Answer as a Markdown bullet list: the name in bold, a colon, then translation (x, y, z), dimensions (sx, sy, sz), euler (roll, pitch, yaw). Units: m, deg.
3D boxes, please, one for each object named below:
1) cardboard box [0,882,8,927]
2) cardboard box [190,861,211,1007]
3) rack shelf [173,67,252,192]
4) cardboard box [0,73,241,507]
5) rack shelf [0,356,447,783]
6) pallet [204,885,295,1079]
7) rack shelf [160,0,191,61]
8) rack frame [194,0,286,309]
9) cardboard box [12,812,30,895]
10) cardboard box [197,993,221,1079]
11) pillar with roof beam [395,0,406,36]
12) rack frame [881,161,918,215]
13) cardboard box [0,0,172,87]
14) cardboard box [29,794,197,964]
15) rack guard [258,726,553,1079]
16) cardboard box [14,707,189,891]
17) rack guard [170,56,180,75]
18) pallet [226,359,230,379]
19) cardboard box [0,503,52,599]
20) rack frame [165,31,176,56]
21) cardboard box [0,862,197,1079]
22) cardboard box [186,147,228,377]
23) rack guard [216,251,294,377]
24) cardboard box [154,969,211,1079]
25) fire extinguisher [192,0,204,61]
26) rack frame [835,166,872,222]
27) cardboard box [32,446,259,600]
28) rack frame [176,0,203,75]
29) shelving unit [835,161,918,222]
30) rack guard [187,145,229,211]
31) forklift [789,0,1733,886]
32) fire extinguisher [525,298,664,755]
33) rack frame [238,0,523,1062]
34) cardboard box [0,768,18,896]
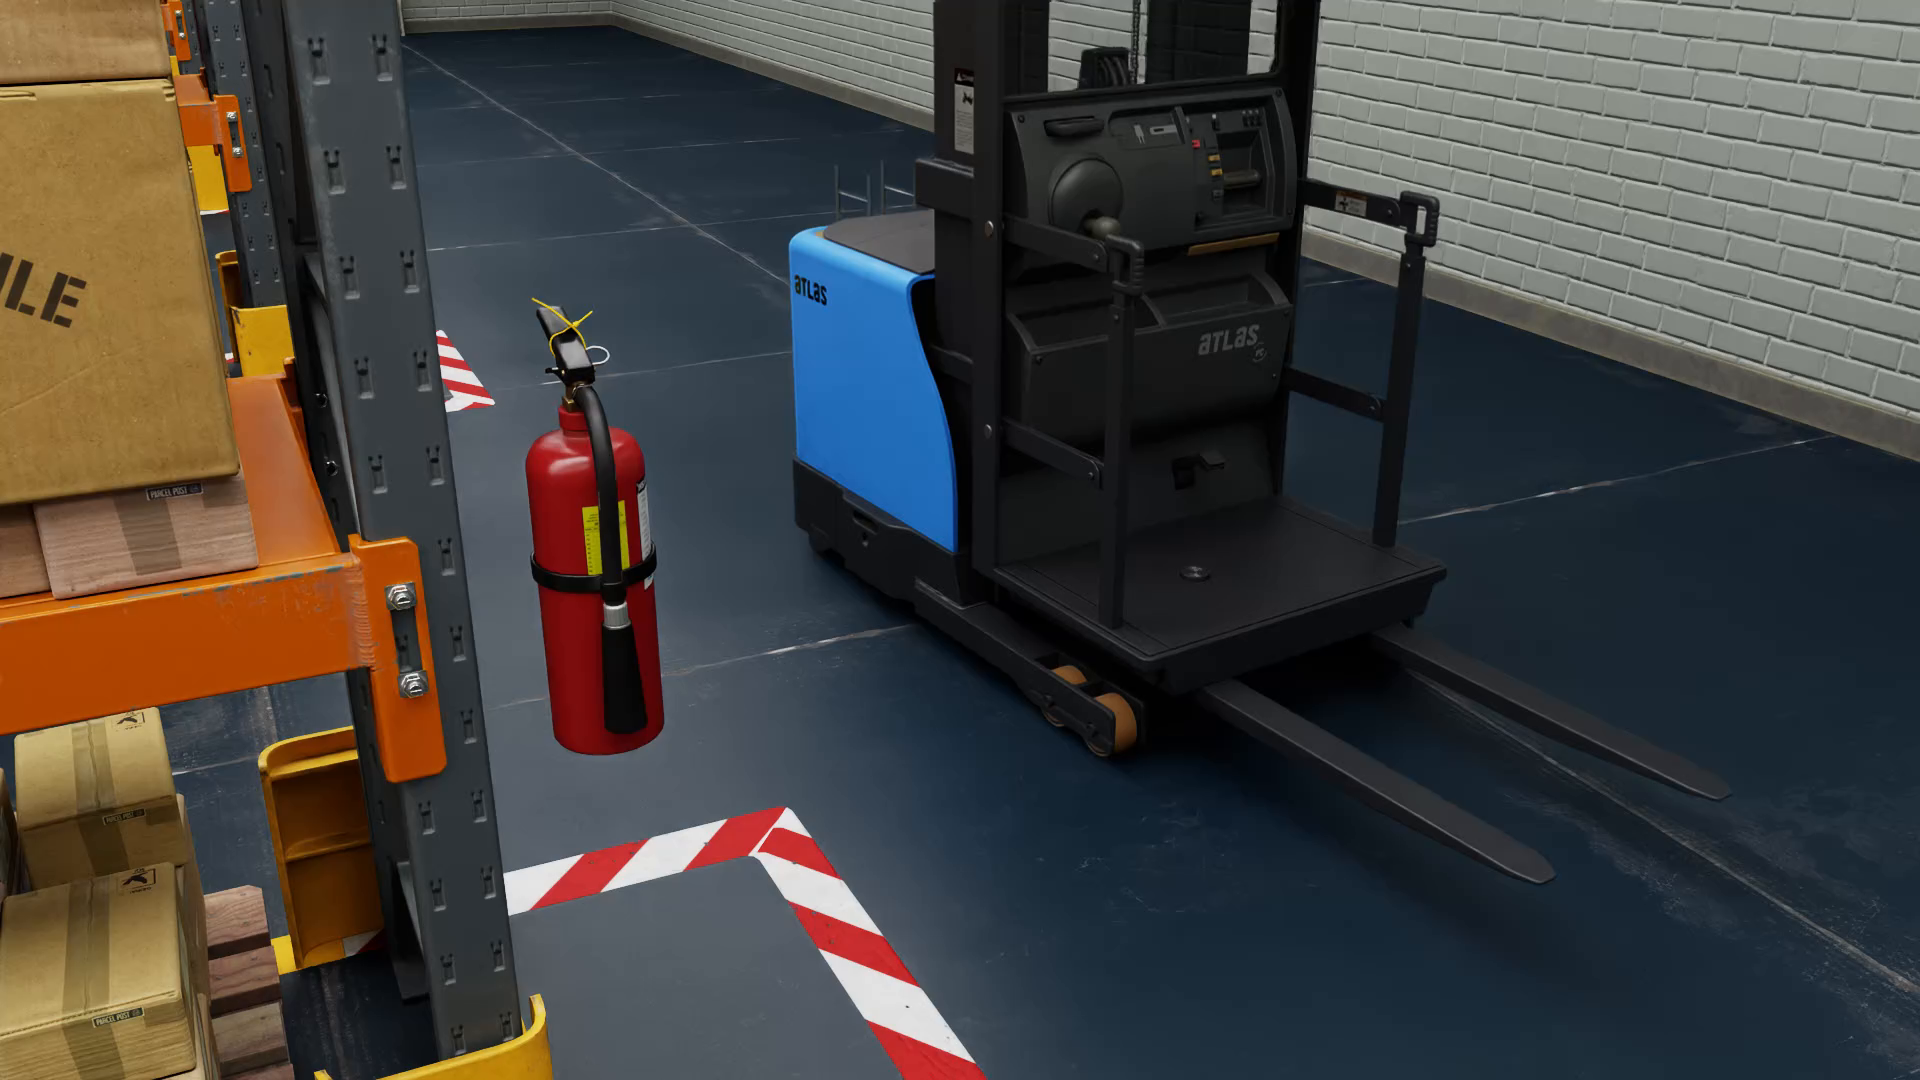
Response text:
- **cardboard box**: translation (-1.589, 0.705, 2.526), dimensions (0.250, 0.149, 0.380), euler (-10, 24, -23)
- **cardboard box**: translation (-1.582, 0.759, 3.172), dimensions (0.250, 0.149, 0.380), euler (-10, 24, -23)
- **rack shelf**: translation (-4.833, -1.402, 6.157), dimensions (4.000, 0.370, 1.077), euler (-10, 25, -24)
- **cardboard box**: translation (-1.264, -0.361, 2.180), dimensions (0.500, 0.500, 0.500), euler (-10, 24, -23)
- **rack shelf**: translation (-2.773, 0.324, 1.987), dimensions (4.000, 0.370, 1.077), euler (-10, 25, -24)
- **pallet**: translation (-1.787, 1.083, 2.857), dimensions (1.213, 0.211, 1.003), euler (-10, 25, -24)
- **rack shelf**: translation (-6.981, -3.109, 10.280), dimensions (4.000, 0.370, 1.077), euler (-10, 25, -24)
- **rack frame**: translation (-3.031, -2.067, 6.821), dimensions (0.127, 3.000, 1.000), euler (-10, 25, -24)
- **cardboard box**: translation (-1.826, 0.670, 3.000), dimensions (0.250, 0.149, 0.380), euler (-11, 25, -24)
- **cardboard box**: translation (-1.355, 0.942, 2.731), dimensions (0.250, 0.149, 0.380), euler (-10, 25, -23)
- **pillar with roof beam**: translation (-5.551, -9.222, 16.263), dimensions (0.400, 9.000, 9.100), euler (-10, 25, -24)
- **rack frame**: translation (-0.210, -0.734, 5.954), dimensions (0.006, 1.200, 0.240), euler (-14, 26, -30)
- **cardboard box**: translation (-1.276, -0.824, 1.993), dimensions (0.500, 0.500, 0.500), euler (-11, 25, -25)
- **cardboard box**: translation (-1.555, 0.644, 3.062), dimensions (0.250, 0.149, 0.380), euler (-9, 24, -21)
- **rack guard**: translation (-1.040, 0.827, 3.098), dimensions (0.348, 0.500, 1.175), euler (-10, 25, -24)
- **cardboard box**: translation (-1.591, 0.478, 3.075), dimensions (0.250, 0.149, 0.380), euler (-12, 25, -26)
- **rack guard**: translation (-7.393, -4.314, 15.517), dimensions (0.348, 0.500, 1.175), euler (-10, 25, -24)
- **pallet**: translation (-3.718, -0.619, 6.968), dimensions (1.213, 0.211, 1.003), euler (-10, 25, -24)
- **cardboard box**: translation (-1.383, -0.045, 2.264), dimensions (0.250, 0.149, 0.380), euler (-10, 25, -24)
- **rack frame**: translation (-7.324, -5.481, 15.070), dimensions (0.127, 3.000, 1.000), euler (-10, 25, -24)
- **cardboard box**: translation (-1.338, 0.683, 2.579), dimensions (0.250, 0.149, 0.380), euler (-10, 25, -23)
- **cardboard box**: translation (-3.573, -1.145, 6.824), dimensions (0.875, 0.875, 0.875), euler (-10, 25, -24)
- **rack guard**: translation (-3.010, -0.916, 7.308), dimensions (0.348, 0.500, 1.175), euler (-10, 25, -24)
- **cardboard box**: translation (-1.323, 0.831, 2.610), dimensions (0.250, 0.149, 0.380), euler (-11, 25, -25)
- **fire extinguisher**: translation (-4.846, -3.434, 10.712), dimensions (0.183, 0.674, 0.296), euler (-10, 25, -24)
- **rack frame**: translation (-0.363, -0.696, 5.862), dimensions (0.006, 1.200, 0.240), euler (-14, 26, -30)
- **cardboard box**: translation (-1.142, -0.073, 2.333), dimensions (0.250, 0.149, 0.380), euler (-10, 25, -24)
- **rack frame**: translation (-5.179, -3.773, 10.944), dimensions (0.127, 3.000, 1.000), euler (-10, 25, -24)
- **shelving unit**: translation (-0.286, -0.715, 5.908), dimensions (0.189, 1.200, 0.258), euler (-14, 26, -30)
- **rack guard**: translation (-5.163, -2.627, 11.443), dimensions (0.348, 0.500, 1.175), euler (-10, 25, -24)
- **forklift**: translation (0.656, -0.990, 4.310), dimensions (1.130, 2.935, 3.031), euler (-14, 26, -30)
- **fire extinguisher**: translation (-0.544, -0.015, 2.453), dimensions (0.183, 0.674, 0.296), euler (-10, 25, -24)
- **rack frame**: translation (-0.971, -0.340, 2.651), dimensions (0.127, 3.000, 1.000), euler (-10, 25, -24)
- **cardboard box**: translation (-1.787, 0.565, 2.864), dimensions (0.250, 0.149, 0.380), euler (-10, 24, -23)
